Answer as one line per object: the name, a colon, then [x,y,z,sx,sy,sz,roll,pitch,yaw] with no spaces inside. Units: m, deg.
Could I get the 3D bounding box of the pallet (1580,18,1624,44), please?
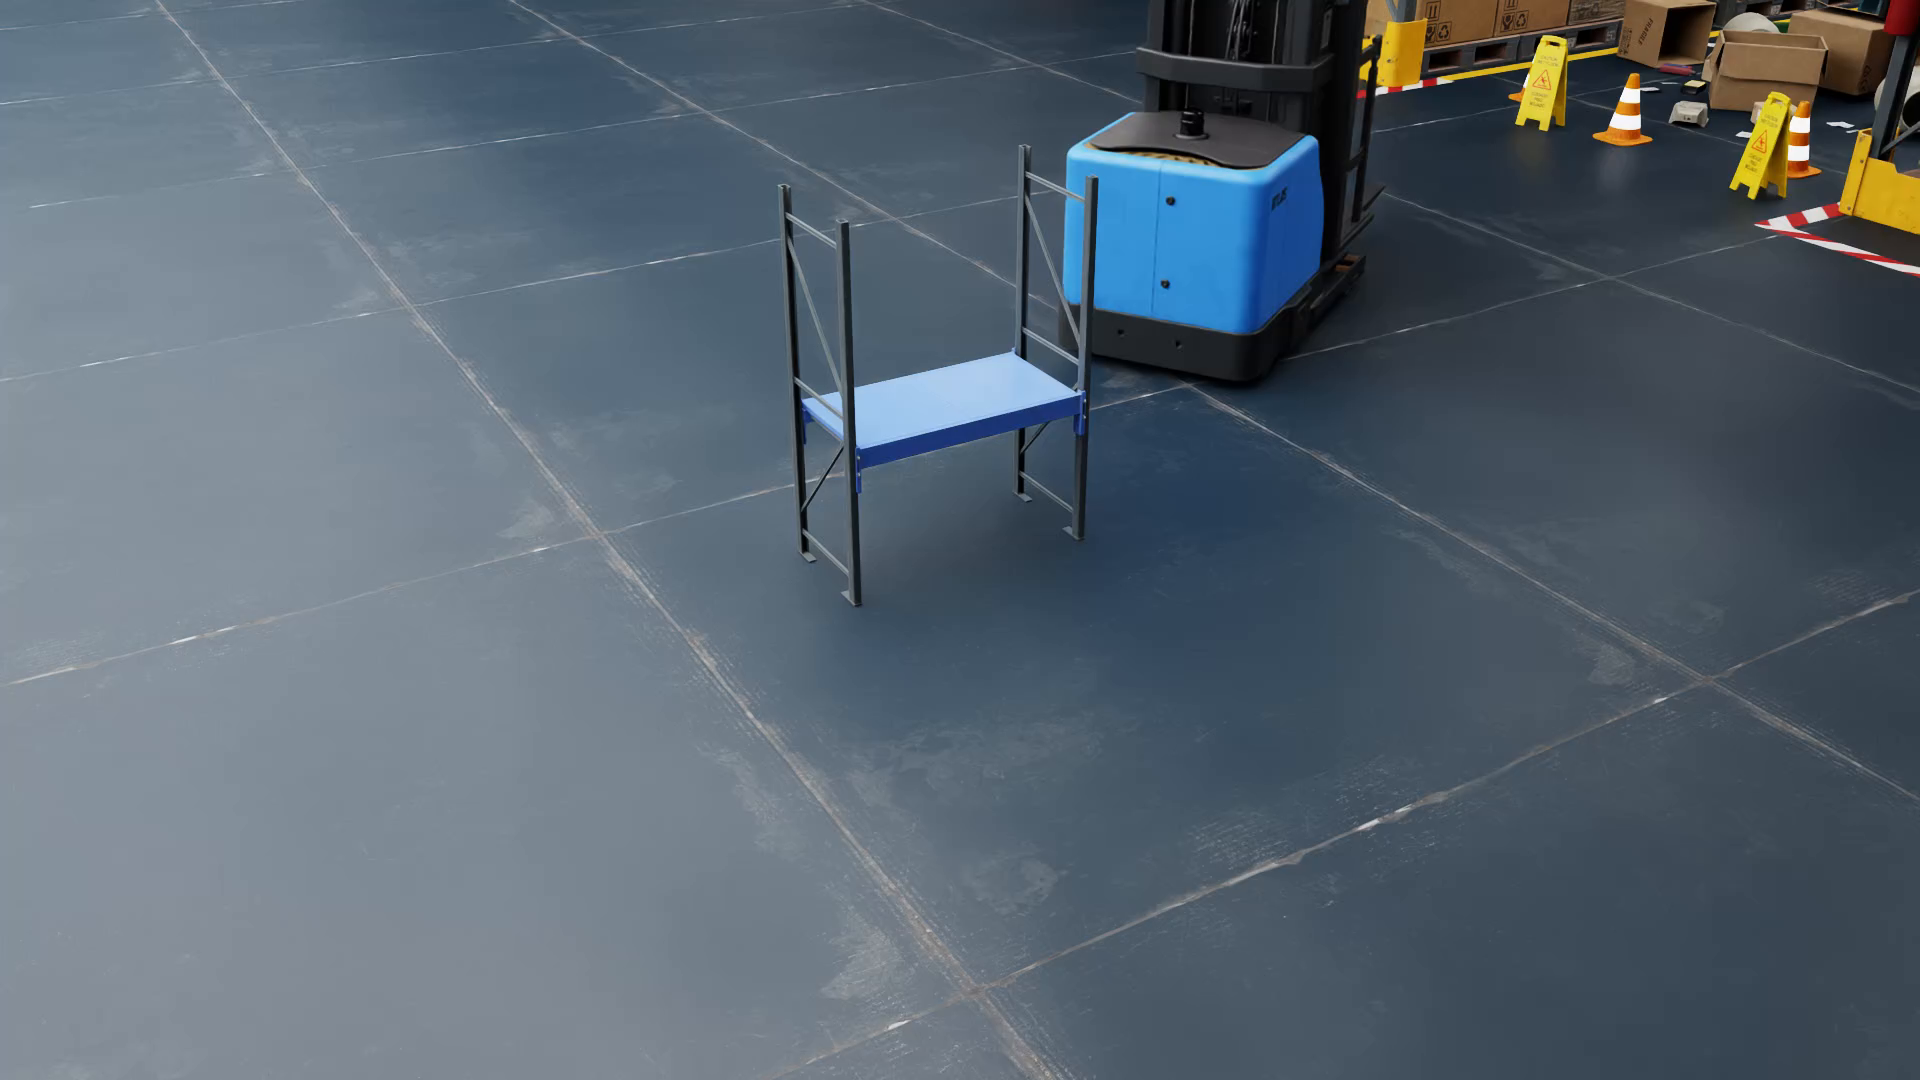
pallet: [6.072,-4.823,15.272,1.213,0.211,1.003,-16,33,-26]

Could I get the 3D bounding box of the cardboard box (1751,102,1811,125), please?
cardboard box: [6.019,-3.095,12.205,0.250,0.149,0.380,0,29,0]

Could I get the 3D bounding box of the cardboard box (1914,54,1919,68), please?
cardboard box: [7.572,-3.658,13.104,0.258,0.266,0.396,10,30,17]

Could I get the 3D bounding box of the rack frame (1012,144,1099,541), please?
rack frame: [0.365,-0.760,6.575,0.032,1.500,0.500,-16,33,-26]

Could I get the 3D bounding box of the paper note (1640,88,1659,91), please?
paper note: [5.495,-3.584,13.215,0.142,0.017,0.144,-5,29,-9]

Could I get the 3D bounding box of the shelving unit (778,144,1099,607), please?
shelving unit: [-0.074,-0.636,6.350,1.048,1.500,0.538,-16,33,-26]

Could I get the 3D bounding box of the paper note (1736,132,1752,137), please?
paper note: [5.720,-2.942,12.049,0.148,0.019,0.142,22,36,34]

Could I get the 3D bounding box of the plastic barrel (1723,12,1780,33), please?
plastic barrel: [6.566,-4.153,13.837,0.421,0.421,0.512,5,29,8]

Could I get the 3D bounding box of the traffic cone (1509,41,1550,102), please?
traffic cone: [4.496,-3.646,12.878,0.334,0.463,0.336,-16,33,-26]

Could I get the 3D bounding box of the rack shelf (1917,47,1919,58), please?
rack shelf: [7.638,-3.356,10.471,4.000,0.370,1.077,-16,33,-26]

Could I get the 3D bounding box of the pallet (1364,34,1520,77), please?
pallet: [3.968,-4.226,14.189,1.213,0.211,1.003,-16,33,-26]

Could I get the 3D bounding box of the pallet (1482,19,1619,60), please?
pallet: [5.019,-4.523,14.727,1.213,0.211,1.003,-16,33,-26]

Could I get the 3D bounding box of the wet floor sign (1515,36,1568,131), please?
wet floor sign: [4.297,-3.356,12.163,0.232,0.644,0.267,-22,36,-35]

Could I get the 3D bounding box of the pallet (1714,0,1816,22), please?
pallet: [7.394,-5.197,15.949,1.213,0.211,1.003,-16,33,-26]

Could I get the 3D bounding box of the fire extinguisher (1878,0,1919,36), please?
fire extinguisher: [5.581,-3.311,9.726,0.183,0.674,0.296,-16,33,-26]

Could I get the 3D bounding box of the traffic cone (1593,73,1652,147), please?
traffic cone: [4.775,-3.092,11.875,0.334,0.463,0.336,-16,33,-26]

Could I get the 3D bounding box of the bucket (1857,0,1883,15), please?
bucket: [7.818,-4.436,13.499,0.620,0.611,0.726,4,28,-14]

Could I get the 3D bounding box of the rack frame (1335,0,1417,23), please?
rack frame: [3.318,-5.219,13.102,0.127,3.000,1.000,-16,33,-26]

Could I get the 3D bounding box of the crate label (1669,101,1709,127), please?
crate label: [5.421,-3.168,12.349,0.250,0.136,0.298,15,32,26]

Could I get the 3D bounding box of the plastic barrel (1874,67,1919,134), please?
plastic barrel: [6.927,-3.190,12.092,0.421,0.421,0.512,5,29,8]

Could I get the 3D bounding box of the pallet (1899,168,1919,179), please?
pallet: [6.697,-2.163,10.451,1.213,0.211,1.003,-16,33,-26]

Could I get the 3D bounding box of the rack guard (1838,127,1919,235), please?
rack guard: [5.979,-2.106,10.048,0.348,0.500,1.175,-16,33,-26]

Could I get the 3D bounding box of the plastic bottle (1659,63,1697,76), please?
plastic bottle: [5.936,-3.878,13.713,0.283,0.061,0.133,22,36,34]

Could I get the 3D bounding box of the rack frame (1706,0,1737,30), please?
rack frame: [6.767,-6.198,14.876,0.127,3.000,1.000,-16,33,-26]

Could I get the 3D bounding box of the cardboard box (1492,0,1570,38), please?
cardboard box: [4.627,-4.882,14.256,0.875,0.875,0.875,-16,33,-27]

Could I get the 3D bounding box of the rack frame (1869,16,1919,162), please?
rack frame: [5.913,-3.181,9.410,0.127,3.000,1.000,-16,33,-26]

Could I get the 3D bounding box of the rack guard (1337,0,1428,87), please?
rack guard: [3.298,-4.118,13.695,0.348,0.500,1.175,-16,33,-26]

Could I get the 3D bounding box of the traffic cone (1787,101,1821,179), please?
traffic cone: [5.631,-2.713,11.188,0.334,0.463,0.336,-16,33,-26]

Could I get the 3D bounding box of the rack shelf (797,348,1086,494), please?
rack shelf: [-0.074,-0.478,6.437,1.000,0.185,0.538,-16,33,-26]

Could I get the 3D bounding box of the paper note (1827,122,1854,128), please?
paper note: [6.528,-3.082,12.316,0.142,0.019,0.148,-5,29,-9]

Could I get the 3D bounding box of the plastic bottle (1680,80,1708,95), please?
plastic bottle: [5.843,-3.606,13.220,0.133,0.061,0.283,22,36,34]

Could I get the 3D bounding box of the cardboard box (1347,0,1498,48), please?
cardboard box: [3.870,-4.666,13.864,0.875,0.875,0.875,-16,33,-26]

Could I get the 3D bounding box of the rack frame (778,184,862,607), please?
rack frame: [-0.512,-0.511,6.124,0.032,1.500,0.500,-16,33,-26]

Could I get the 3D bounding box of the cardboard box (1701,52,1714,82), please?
cardboard box: [6.218,-3.813,13.384,0.258,0.266,0.396,-10,30,-18]

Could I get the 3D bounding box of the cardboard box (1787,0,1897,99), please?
cardboard box: [6.947,-3.865,13.092,0.503,0.637,0.797,-16,33,-26]

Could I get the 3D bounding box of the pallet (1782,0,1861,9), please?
pallet: [8.447,-5.498,16.494,1.213,0.211,1.003,-16,33,-26]

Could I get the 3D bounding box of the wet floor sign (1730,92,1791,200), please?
wet floor sign: [5.207,-2.550,10.702,0.232,0.644,0.267,-5,29,-9]

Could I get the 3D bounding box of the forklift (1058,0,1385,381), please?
forklift: [1.628,-2.728,8.660,1.130,2.935,3.031,14,32,24]

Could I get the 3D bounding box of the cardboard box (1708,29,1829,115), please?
cardboard box: [6.145,-3.573,12.703,0.797,0.503,0.637,10,30,17]

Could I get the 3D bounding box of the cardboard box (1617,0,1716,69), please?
cardboard box: [5.949,-4.297,14.016,0.500,0.500,0.500,-10,30,-18]

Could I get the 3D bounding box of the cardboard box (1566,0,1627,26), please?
cardboard box: [5.414,-5.104,14.659,0.875,0.875,0.875,-16,33,-26]

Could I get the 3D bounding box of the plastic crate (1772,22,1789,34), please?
plastic crate: [7.281,-4.404,14.476,0.662,0.188,0.450,0,19,0]

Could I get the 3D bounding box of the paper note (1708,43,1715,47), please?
paper note: [6.646,-4.356,14.612,0.147,0.020,0.142,10,30,17]

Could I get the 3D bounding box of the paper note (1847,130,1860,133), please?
paper note: [6.528,-2.988,12.155,0.123,0.001,0.032,-16,33,-26]
